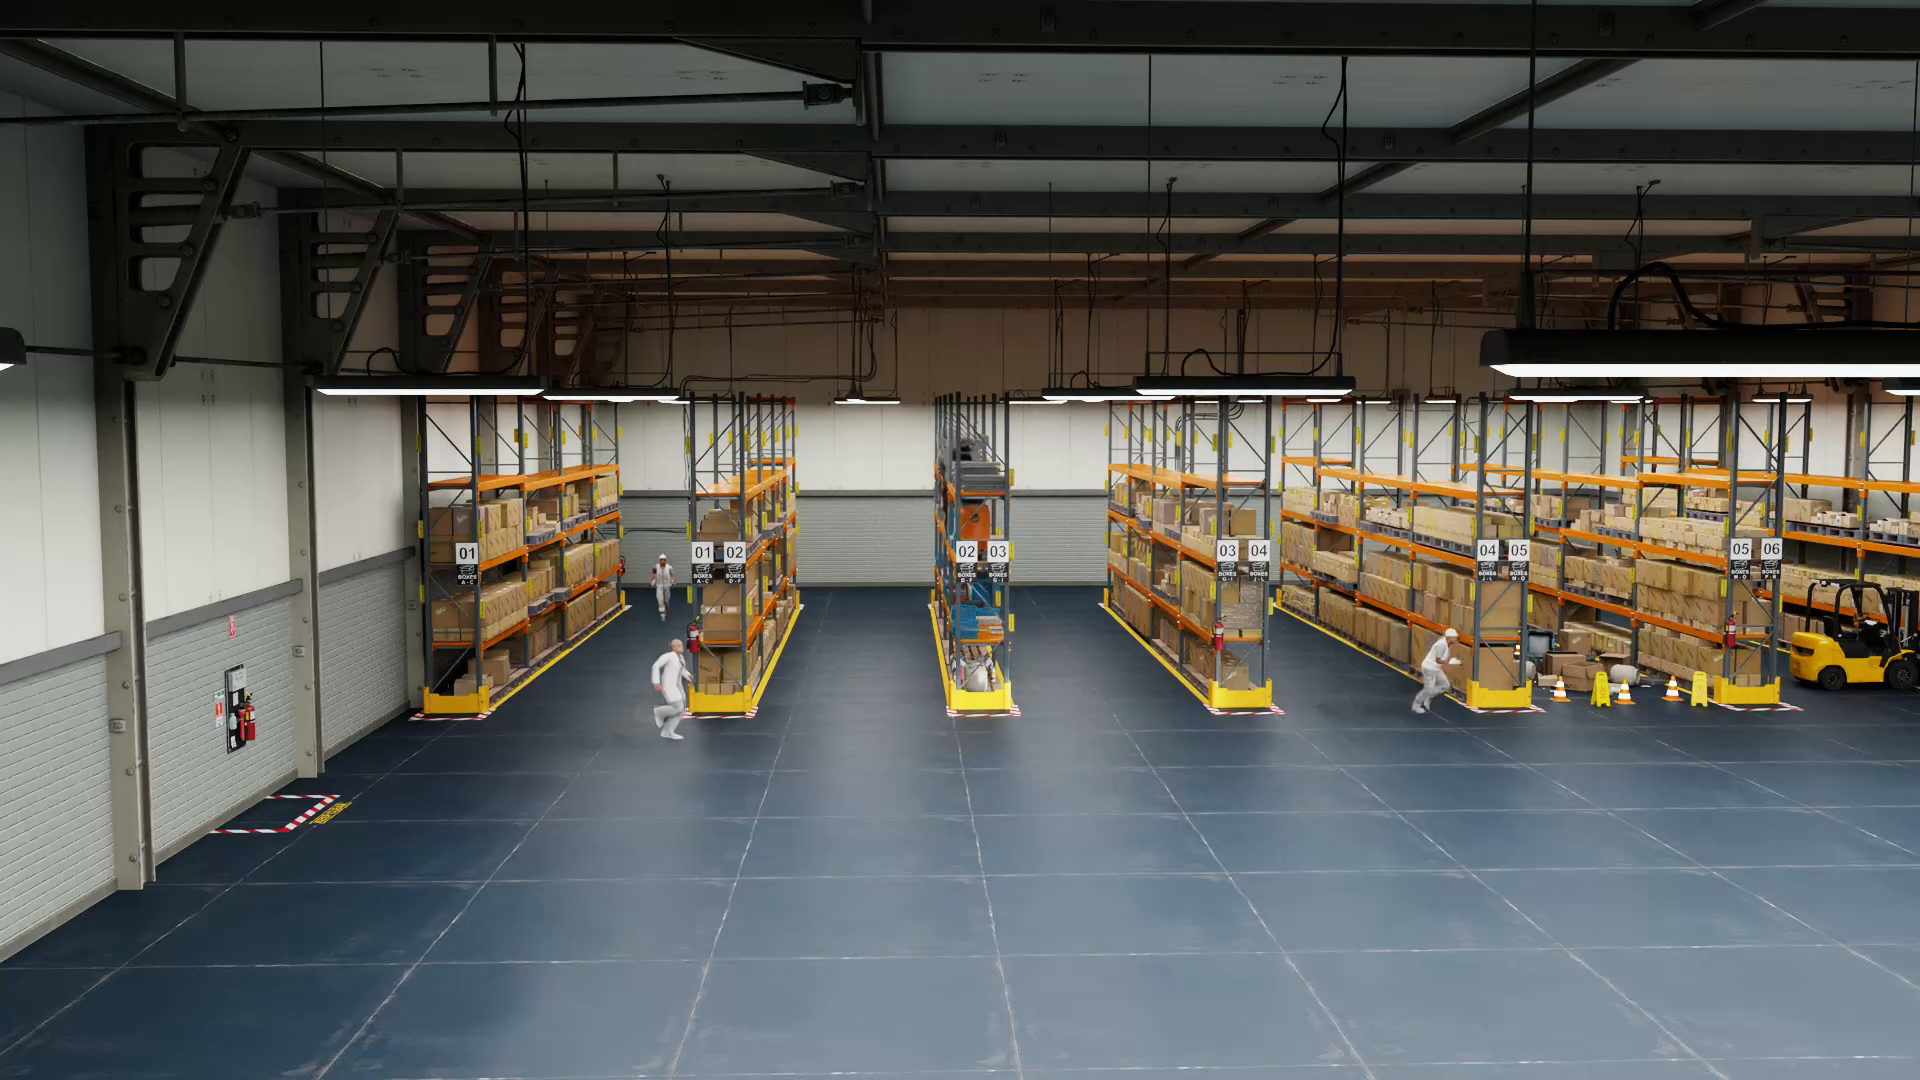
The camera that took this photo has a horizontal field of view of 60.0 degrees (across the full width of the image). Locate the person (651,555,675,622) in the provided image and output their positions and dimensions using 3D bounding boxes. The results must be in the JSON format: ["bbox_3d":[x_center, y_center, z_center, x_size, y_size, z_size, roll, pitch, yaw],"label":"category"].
[{"bbox_3d":[-7.974,1.264,44.640,0.634,1.771,0.953,-1,5,-12],"label":"person"}]

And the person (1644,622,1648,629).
[{"bbox_3d":[16.452,1.692,39.265,0.664,1.804,0.958,0,5,-6],"label":"person"}]

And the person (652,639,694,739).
[{"bbox_3d":[-4.945,2.578,28.700,0.717,1.730,0.758,2,5,22],"label":"person"}]

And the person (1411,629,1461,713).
[{"bbox_3d":[8.906,2.428,31.007,0.914,1.603,0.703,3,5,30],"label":"person"}]
